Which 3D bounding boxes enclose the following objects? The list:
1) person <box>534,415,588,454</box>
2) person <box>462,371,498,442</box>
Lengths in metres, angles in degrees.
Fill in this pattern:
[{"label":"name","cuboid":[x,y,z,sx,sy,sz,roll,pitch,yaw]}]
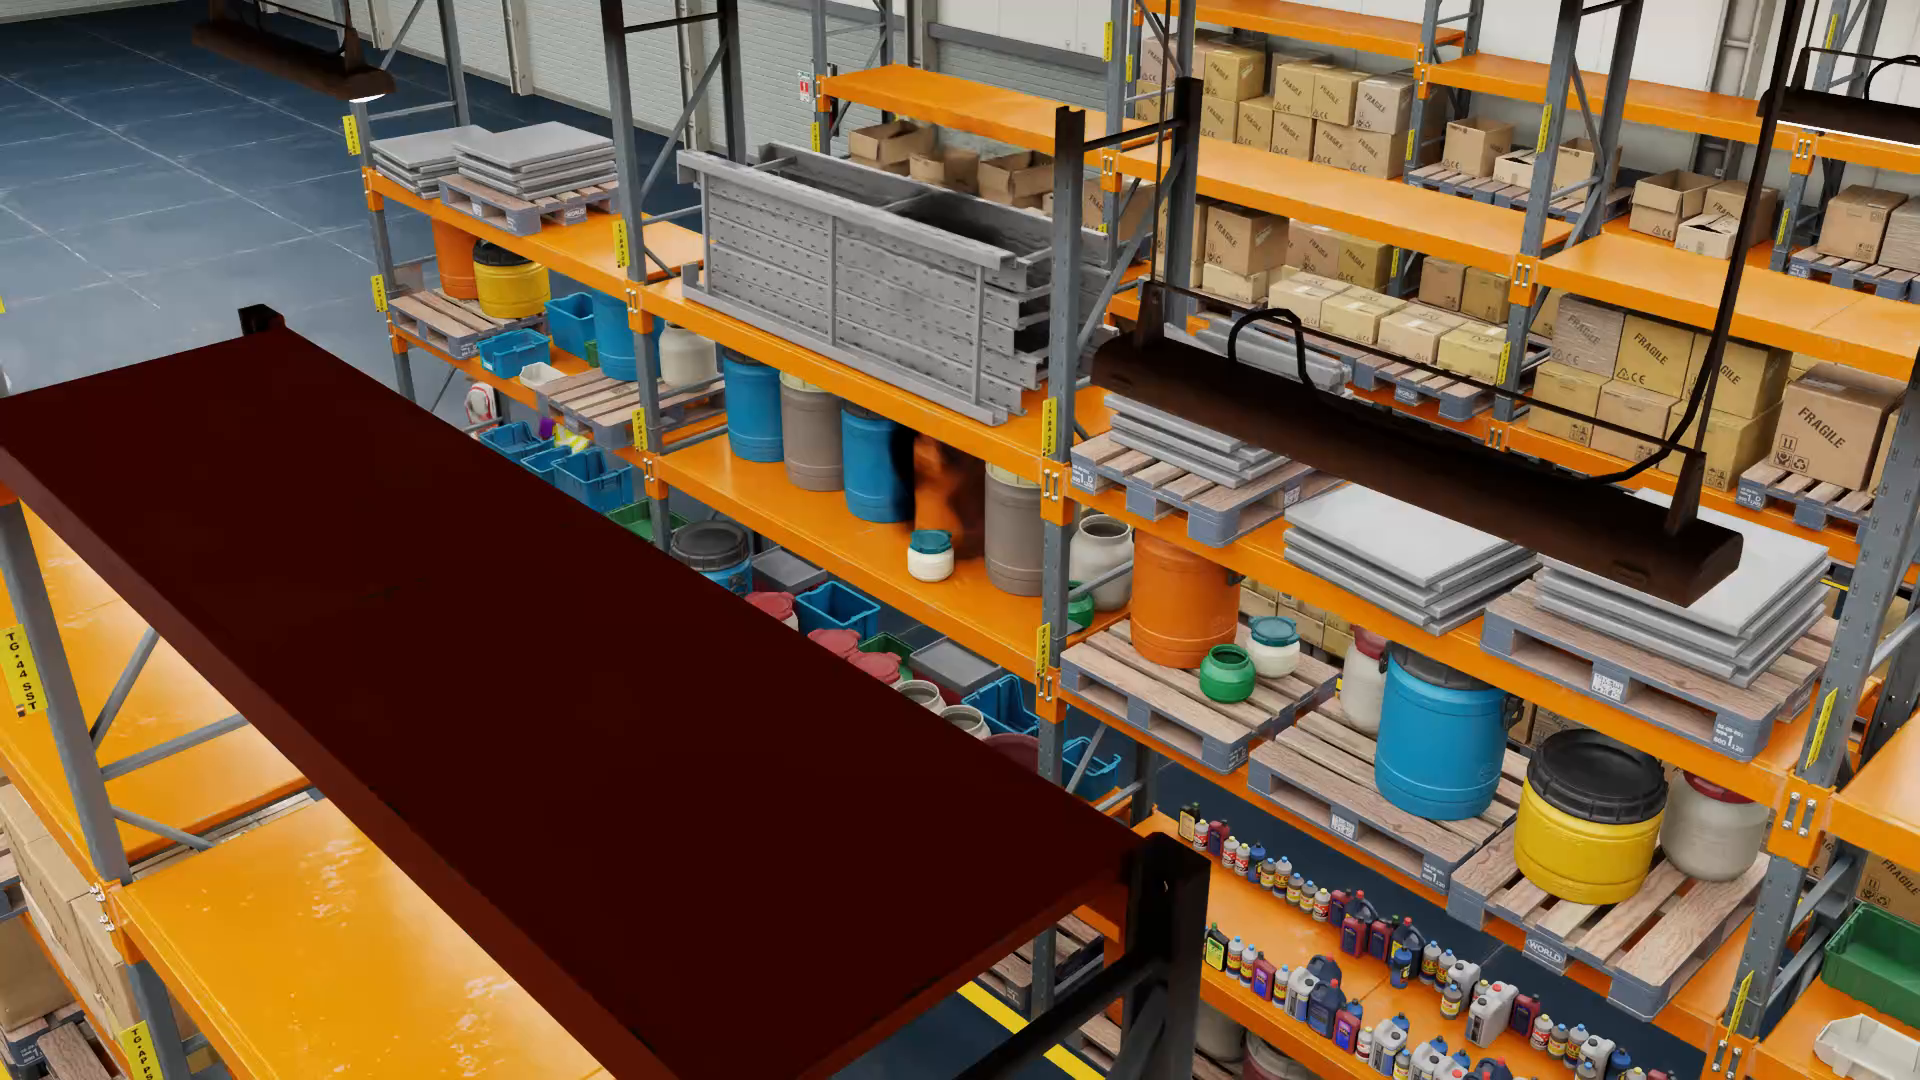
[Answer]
[{"label":"person","cuboid":[-4.014,-0.941,16.787,0.580,1.711,0.688,12,30,21]},{"label":"person","cuboid":[-4.868,-1.110,17.130,0.558,1.728,0.709,5,29,9]}]
